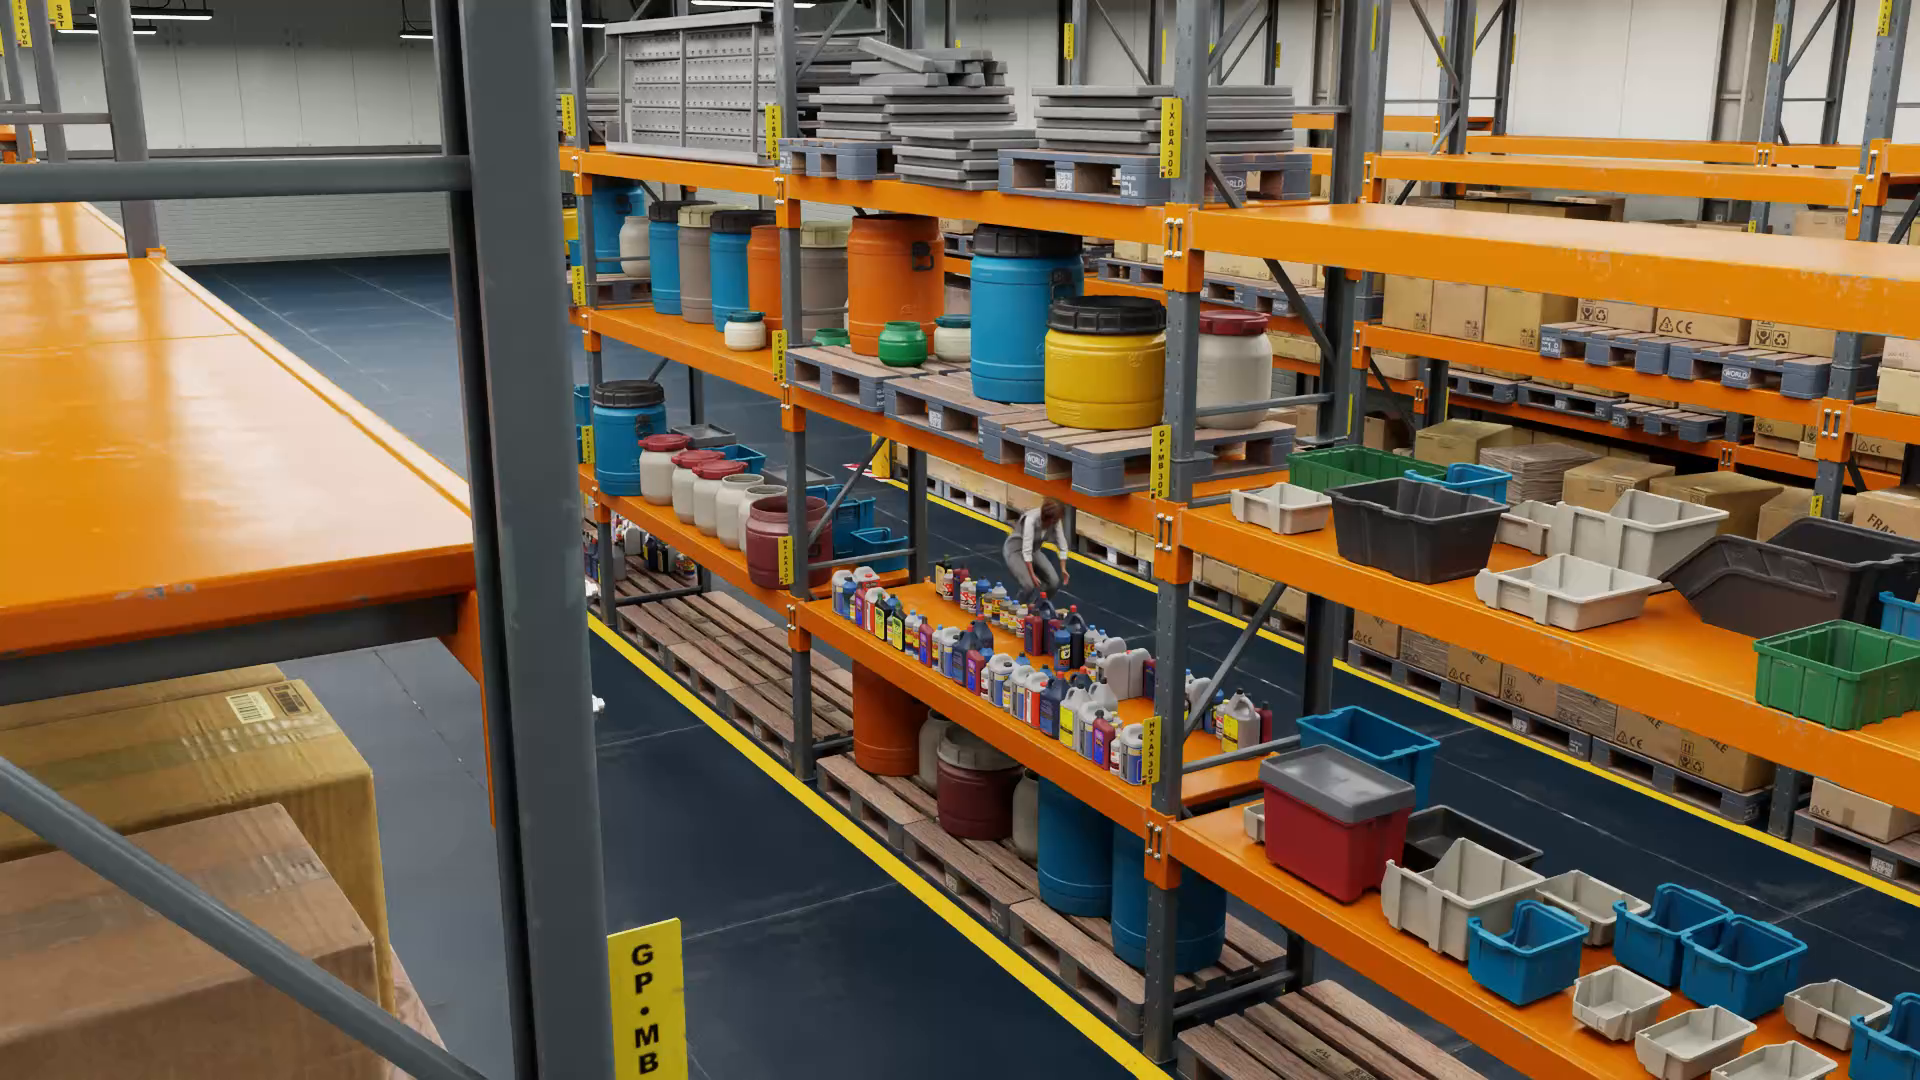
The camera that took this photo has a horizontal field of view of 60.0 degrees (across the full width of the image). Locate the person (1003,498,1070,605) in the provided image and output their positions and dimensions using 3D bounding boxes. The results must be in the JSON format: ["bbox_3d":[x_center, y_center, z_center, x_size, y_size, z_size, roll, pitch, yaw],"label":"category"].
[{"bbox_3d":[0.675,0.191,14.550,0.462,1.227,0.688,-9,17,-30],"label":"person"}]
